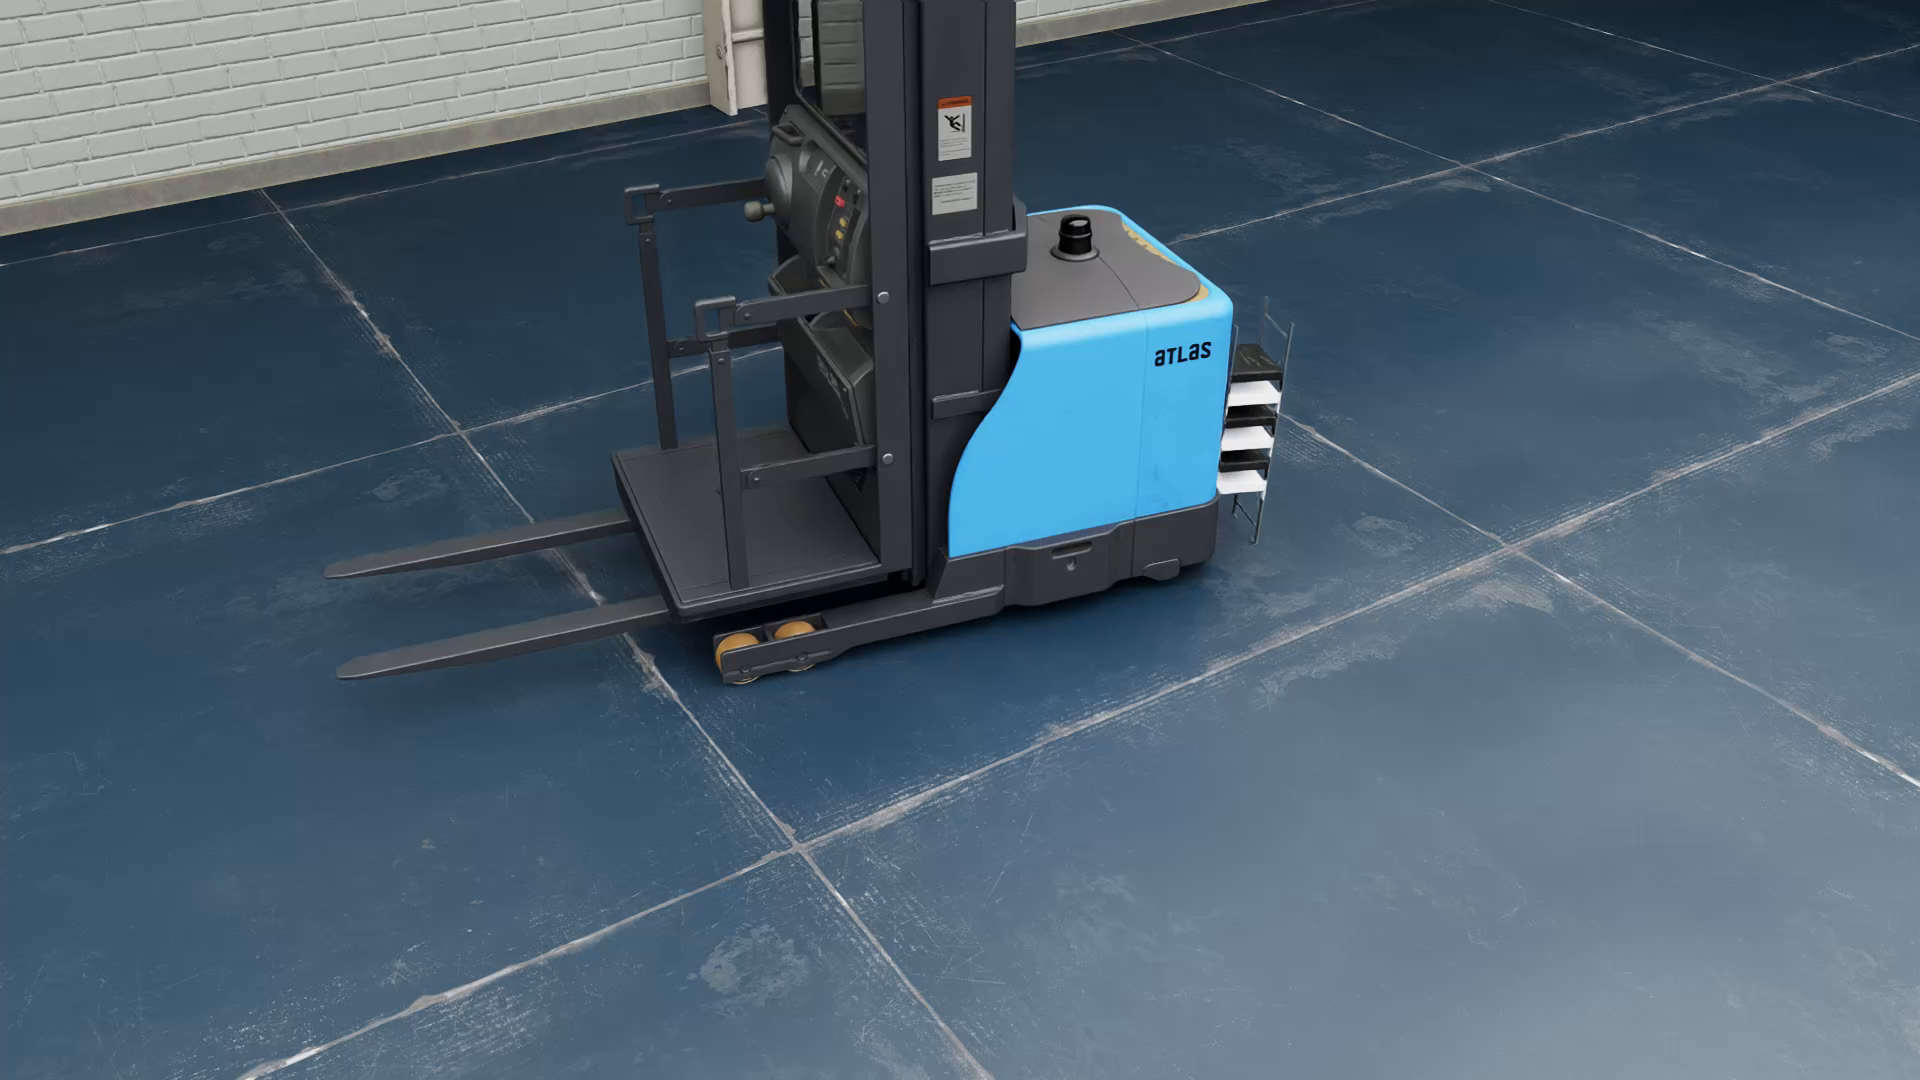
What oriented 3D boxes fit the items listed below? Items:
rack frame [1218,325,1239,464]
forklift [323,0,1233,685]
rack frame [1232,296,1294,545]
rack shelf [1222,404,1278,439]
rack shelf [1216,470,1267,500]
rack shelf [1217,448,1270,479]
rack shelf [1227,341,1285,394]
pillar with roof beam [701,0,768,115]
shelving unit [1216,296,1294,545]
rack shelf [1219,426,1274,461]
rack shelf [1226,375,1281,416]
[{"bbox_3d":[0.904,-0.408,6.036,0.006,0.900,0.240,-5,32,-13],"label":"rack frame"},{"bbox_3d":[-0.643,-1.082,5.219,3.031,2.935,1.130,-12,34,-18],"label":"forklift"},{"bbox_3d":[1.101,-0.426,6.082,0.006,0.900,0.240,-5,32,-13],"label":"rack frame"},{"bbox_3d":[1.005,-0.465,6.029,0.200,0.077,0.258,-5,32,-13],"label":"rack shelf"},{"bbox_3d":[0.992,-0.235,6.170,0.200,0.077,0.258,-5,32,-13],"label":"rack shelf"},{"bbox_3d":[0.996,-0.312,6.123,0.200,0.077,0.258,-5,32,-13],"label":"rack shelf"},{"bbox_3d":[1.013,-0.618,5.935,0.200,0.077,0.258,-5,32,-13],"label":"rack shelf"},{"bbox_3d":[0.963,-4.681,5.236,0.400,9.000,9.100,-19,37,-27],"label":"pillar with roof beam"},{"bbox_3d":[1.002,-0.417,6.059,0.210,0.900,0.258,-5,32,-13],"label":"shelving unit"},{"bbox_3d":[1.001,-0.389,6.076,0.200,0.077,0.258,-5,32,-13],"label":"rack shelf"},{"bbox_3d":[1.009,-0.542,5.982,0.200,0.077,0.258,-5,32,-13],"label":"rack shelf"}]
